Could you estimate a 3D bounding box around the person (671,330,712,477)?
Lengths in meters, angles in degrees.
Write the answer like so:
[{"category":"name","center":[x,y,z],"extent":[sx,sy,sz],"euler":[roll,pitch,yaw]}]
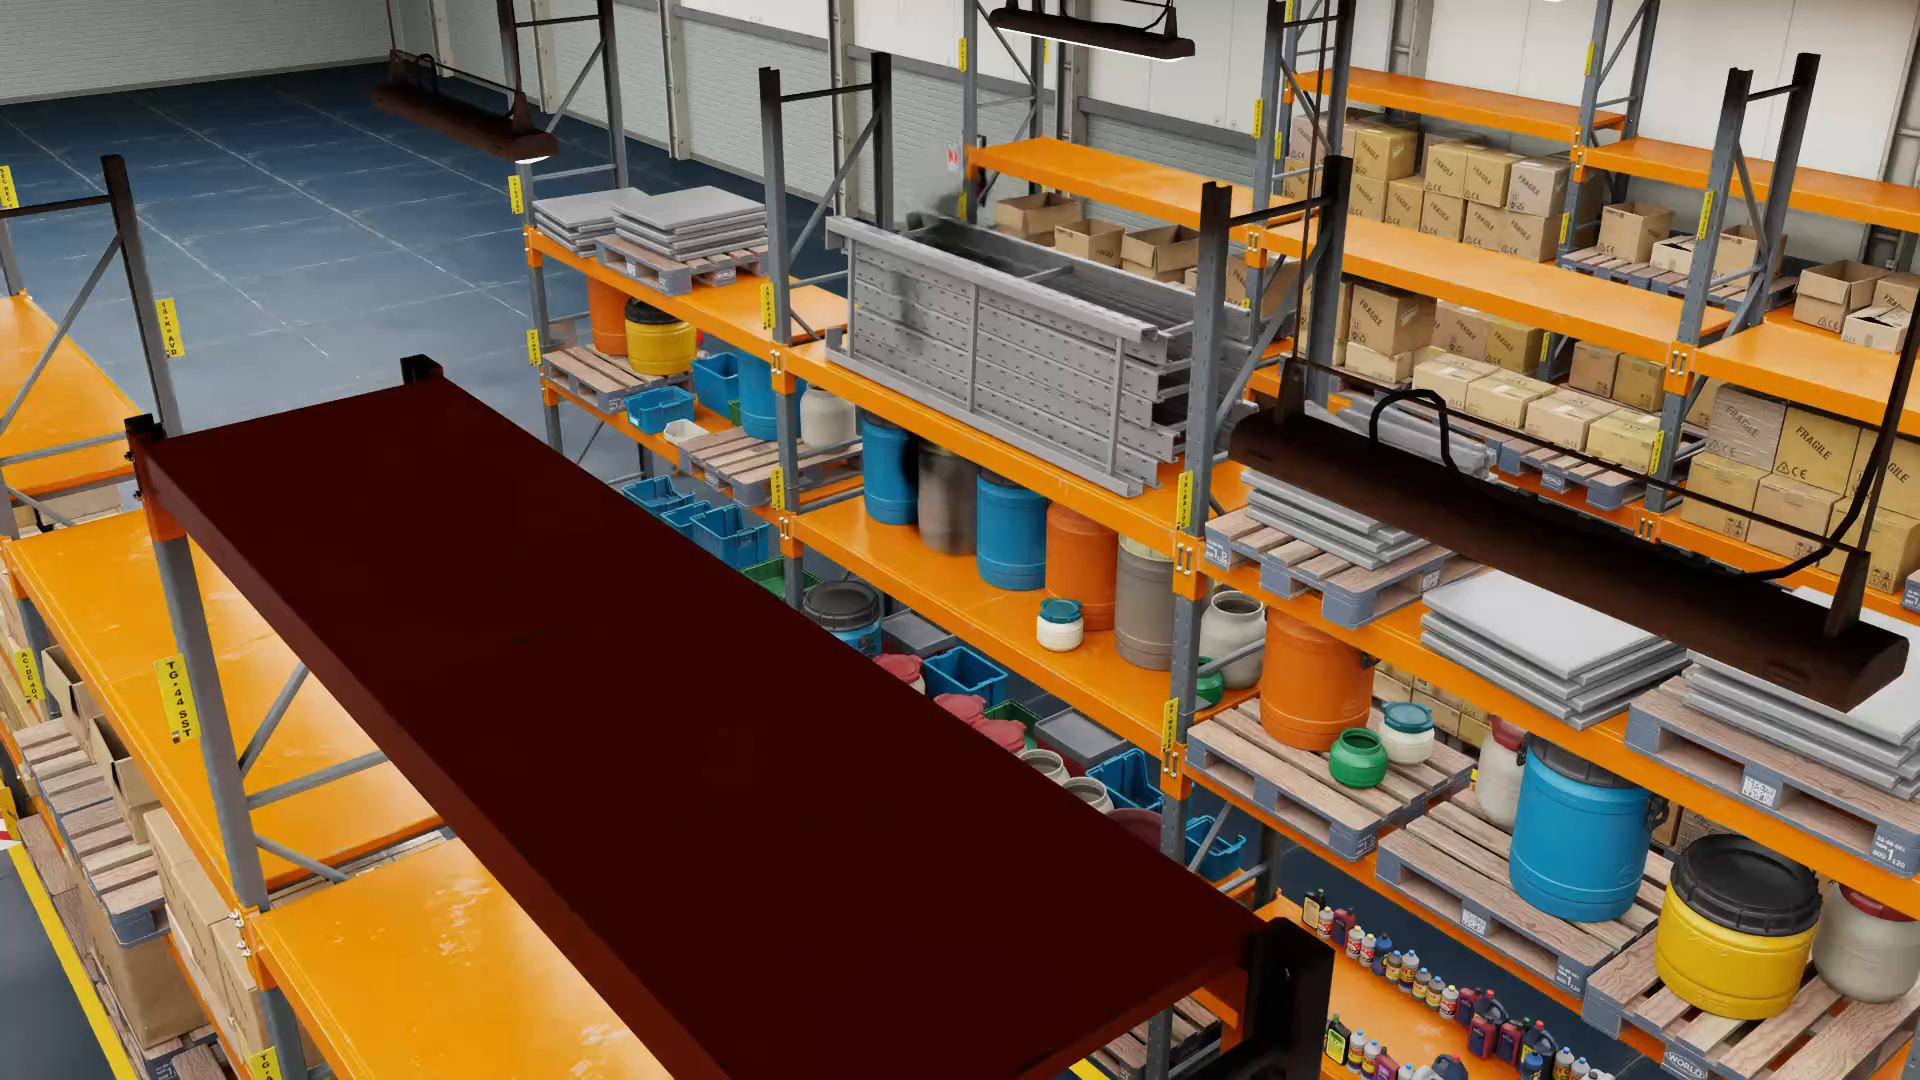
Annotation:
[{"category":"person","center":[-3.077,-1.593,19.492],"extent":[0.800,1.848,0.650],"euler":[-8,27,-15]}]
